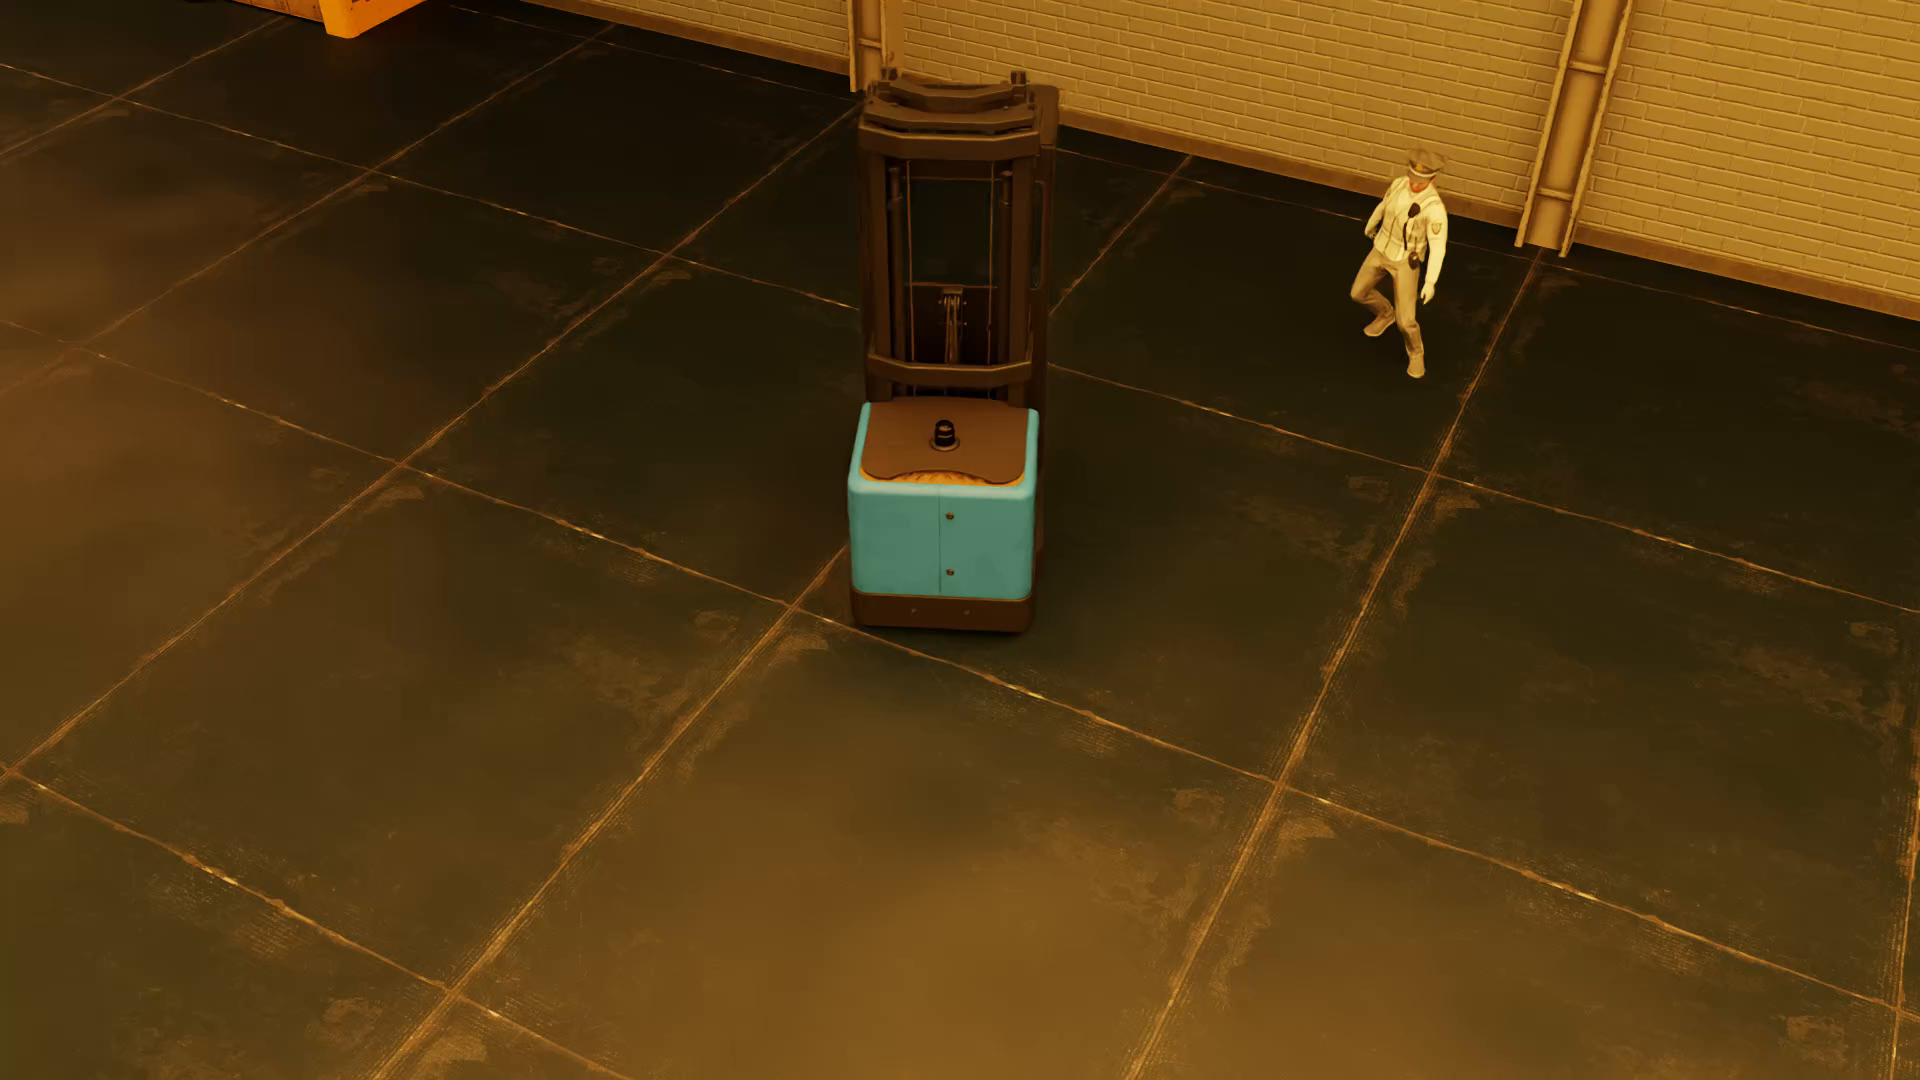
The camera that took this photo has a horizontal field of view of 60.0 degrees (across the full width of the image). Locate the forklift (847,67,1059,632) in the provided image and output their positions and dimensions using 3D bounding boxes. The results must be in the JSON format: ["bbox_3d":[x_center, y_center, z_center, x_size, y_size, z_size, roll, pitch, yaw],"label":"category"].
[{"bbox_3d":[-0.010,-1.529,9.802,1.130,2.935,3.031,3,40,3],"label":"forklift"}]

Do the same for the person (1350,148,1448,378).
[{"bbox_3d":[3.024,-1.969,11.379,0.456,1.589,0.810,-19,44,-21],"label":"person"}]
